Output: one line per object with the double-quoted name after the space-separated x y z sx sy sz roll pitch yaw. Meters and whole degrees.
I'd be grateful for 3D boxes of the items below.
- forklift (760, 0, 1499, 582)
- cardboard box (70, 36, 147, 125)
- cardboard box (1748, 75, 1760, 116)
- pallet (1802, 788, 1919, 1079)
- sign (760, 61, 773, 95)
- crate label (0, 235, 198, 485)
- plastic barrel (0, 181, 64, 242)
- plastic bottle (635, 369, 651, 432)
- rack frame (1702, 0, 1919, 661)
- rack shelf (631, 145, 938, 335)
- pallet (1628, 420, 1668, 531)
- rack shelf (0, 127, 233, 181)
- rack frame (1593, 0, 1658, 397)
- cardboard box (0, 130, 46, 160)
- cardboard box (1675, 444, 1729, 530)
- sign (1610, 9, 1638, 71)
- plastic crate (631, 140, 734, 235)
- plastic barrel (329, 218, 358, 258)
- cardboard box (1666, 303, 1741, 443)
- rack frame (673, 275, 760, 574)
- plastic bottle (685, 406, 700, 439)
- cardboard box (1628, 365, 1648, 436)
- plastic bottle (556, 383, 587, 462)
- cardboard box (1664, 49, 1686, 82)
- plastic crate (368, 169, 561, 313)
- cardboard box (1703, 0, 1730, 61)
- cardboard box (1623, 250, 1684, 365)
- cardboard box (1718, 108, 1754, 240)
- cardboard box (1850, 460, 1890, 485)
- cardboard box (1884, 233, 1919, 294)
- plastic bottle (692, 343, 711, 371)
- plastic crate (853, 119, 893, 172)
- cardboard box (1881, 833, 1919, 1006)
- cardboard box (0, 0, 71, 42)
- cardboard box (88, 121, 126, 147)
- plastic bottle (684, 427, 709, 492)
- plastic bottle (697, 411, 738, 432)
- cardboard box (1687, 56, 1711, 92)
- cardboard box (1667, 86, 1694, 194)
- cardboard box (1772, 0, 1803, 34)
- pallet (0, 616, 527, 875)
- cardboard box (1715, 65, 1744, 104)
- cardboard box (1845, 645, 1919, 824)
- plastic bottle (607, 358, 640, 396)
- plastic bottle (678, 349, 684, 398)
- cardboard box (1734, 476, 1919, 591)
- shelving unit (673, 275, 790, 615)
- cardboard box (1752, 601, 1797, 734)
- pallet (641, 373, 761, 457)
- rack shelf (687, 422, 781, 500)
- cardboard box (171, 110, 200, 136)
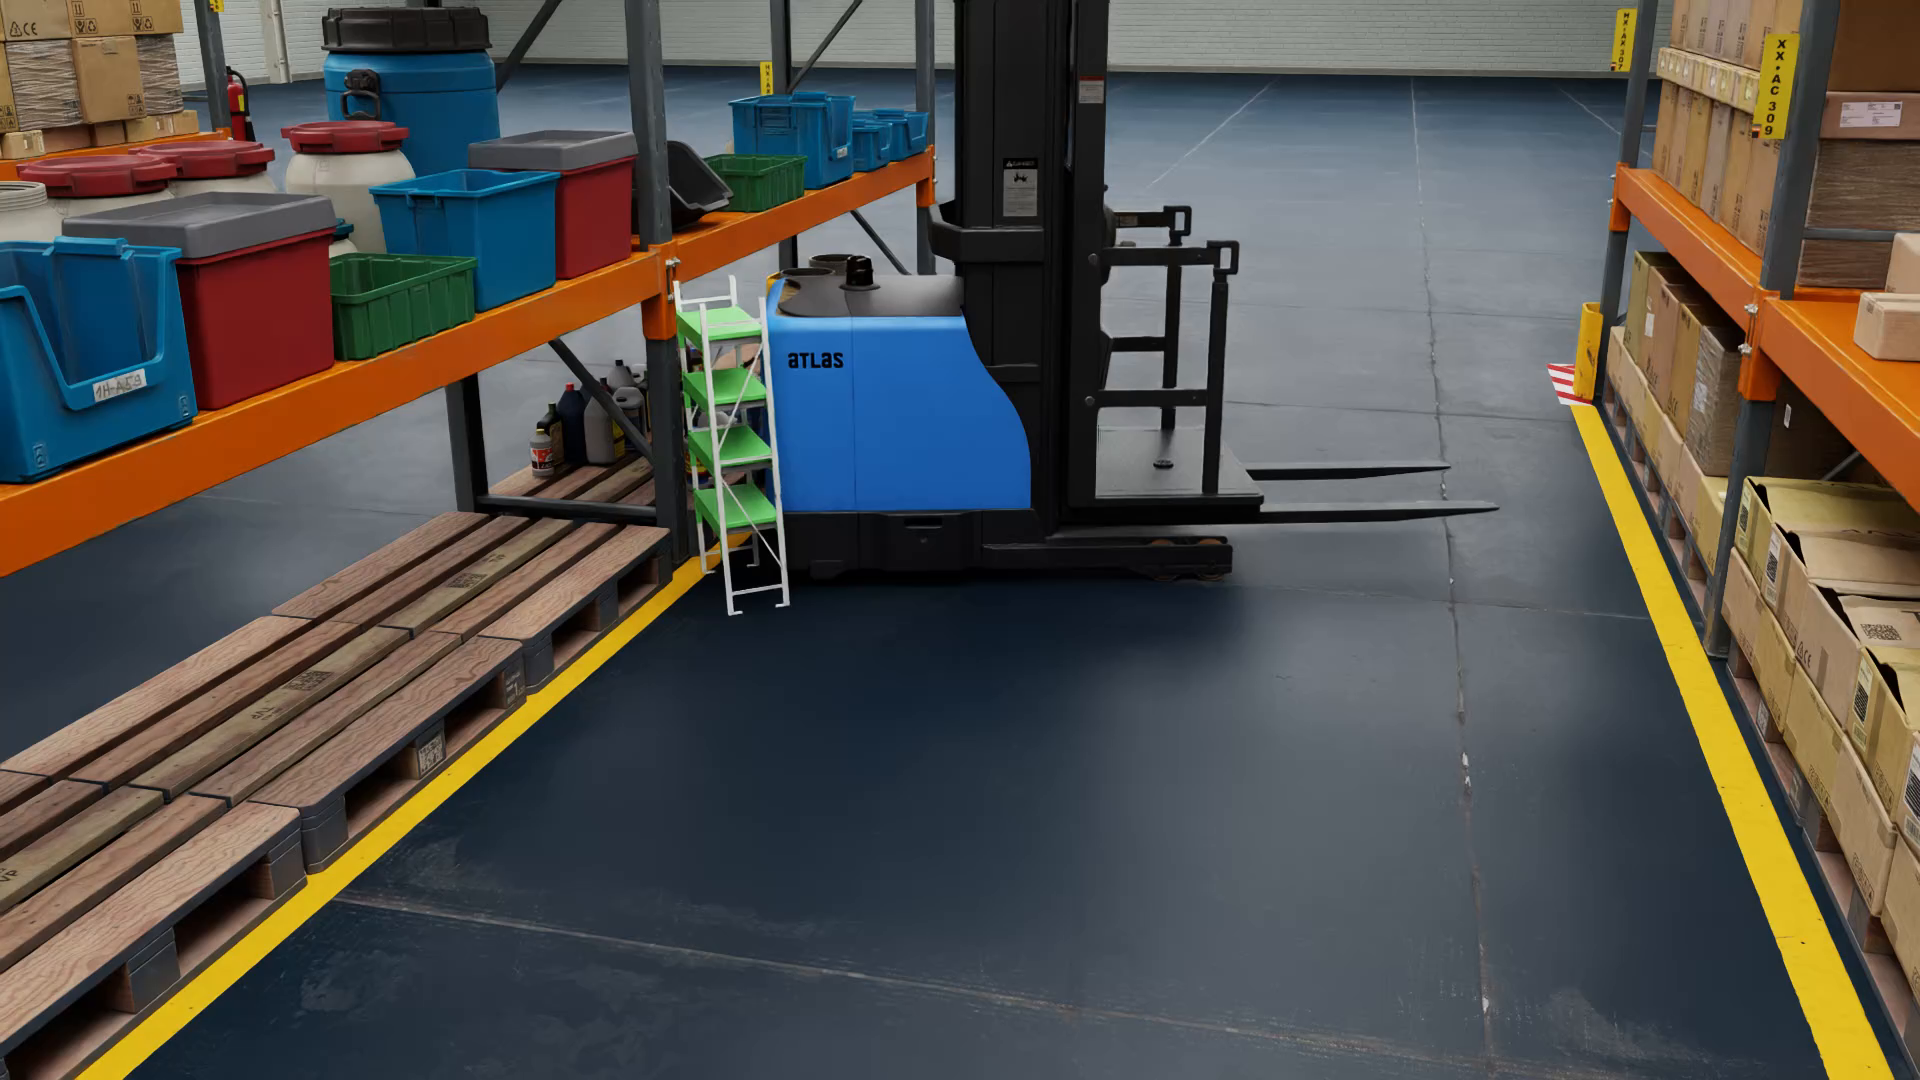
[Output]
0.706 -1.390 6.722 3.031 2.935 1.130 -1 19 -3 "forklift"
-5.622 -2.863 10.313 0.875 0.500 0.500 5 19 13 "cardboard box"
3.218 -1.672 6.284 0.380 0.149 0.250 5 19 13 "cardboard box"
2.734 0.963 4.040 1.003 0.211 1.213 5 19 13 "pallet"
-1.185 -2.796 10.304 0.100 0.325 0.005 5 19 13 "sign"
-2.102 -0.419 3.719 0.502 0.435 0.616 5 19 13 "crate label"
-2.460 -0.637 4.238 0.421 0.512 0.421 0 19 0 "plastic barrel"
-1.521 -0.675 8.044 0.061 0.283 0.133 5 19 13 "plastic bottle"
3.172 -0.974 5.398 1.000 3.000 0.127 5 19 13 "rack frame"
-1.141 -1.653 8.498 1.077 0.370 4.000 5 19 13 "rack shelf"
3.703 -0.284 7.692 1.003 0.211 1.213 5 19 13 "pallet"
-5.944 -2.044 9.643 1.077 0.370 4.000 5 19 13 "rack shelf"
4.150 -2.228 9.068 1.000 3.000 0.127 5 19 13 "rack frame"
-5.590 -2.308 9.693 0.380 0.149 0.250 5 19 13 "cardboard box"
3.205 -0.190 6.707 0.500 0.250 0.500 5 19 13 "cardboard box"
3.613 -2.720 9.049 0.100 0.325 0.005 5 19 13 "sign"
-1.379 -1.491 7.008 0.767 0.338 0.504 5 19 13 "plastic crate"
-2.102 -0.898 5.390 0.301 0.262 0.301 0 19 0 "plastic barrel"
3.326 -0.702 7.045 0.500 0.500 0.500 5 19 13 "cardboard box"
-0.964 -0.445 6.617 0.240 1.200 0.015 -9 21 -18 "rack frame"
-1.178 -0.466 7.433 0.061 0.283 0.133 5 19 13 "plastic bottle"
3.562 -0.661 8.086 0.500 0.250 0.500 5 19 13 "cardboard box"
-1.752 -0.545 7.561 0.144 0.351 0.185 4 19 12 "plastic bottle"
3.783 -2.393 8.394 0.380 0.149 0.250 4 19 12 "cardboard box"
-1.598 -0.988 5.465 0.392 0.384 0.575 5 19 13 "plastic crate"
3.765 -2.404 7.422 0.700 0.500 0.500 5 19 14 "cardboard box"
3.683 -1.173 8.424 0.500 0.500 0.500 5 19 13 "cardboard box"
3.524 -1.483 6.735 0.700 0.500 0.500 5 19 14 "cardboard box"
3.589 -0.347 6.006 0.500 0.500 0.500 5 19 13 "cardboard box"
3.094 -0.745 4.960 0.500 0.250 0.500 6 20 17 "cardboard box"
-1.398 -0.993 8.995 0.097 0.271 0.097 0 19 0 "plastic bottle"
-0.649 -2.166 9.118 0.499 0.251 0.408 5 19 13 "plastic crate"
2.335 0.879 3.578 0.500 0.250 0.500 5 20 15 "cardboard box"
-5.591 -3.167 9.656 0.500 0.500 0.500 5 19 13 "cardboard box"
-5.474 -2.549 10.397 0.380 0.149 0.250 5 19 13 "cardboard box"
-1.127 -0.348 7.107 0.097 0.271 0.097 0 19 0 "plastic bottle"
-1.075 -0.454 7.410 0.152 0.276 0.135 5 20 15 "plastic bottle"
3.594 -2.152 7.689 0.380 0.149 0.250 4 19 12 "cardboard box"
3.900 -1.965 8.144 0.700 0.500 0.500 5 20 15 "cardboard box"
3.397 -1.933 6.045 0.700 0.500 0.500 5 19 13 "cardboard box"
-2.080 0.586 5.145 1.003 0.211 1.213 5 19 13 "pallet"
3.405 -1.912 6.985 0.380 0.149 0.250 5 20 15 "cardboard box"
2.455 0.455 3.951 0.500 0.311 0.500 5 20 15 "cardboard box"
-1.626 -0.707 8.034 0.144 0.351 0.185 5 19 13 "plastic bottle"
-1.482 -0.886 8.681 0.097 0.271 0.097 0 19 0 "plastic bottle"
2.830 -0.027 5.362 0.500 0.311 0.500 5 19 14 "cardboard box"
-0.880 -0.371 6.400 0.258 1.200 0.503 -9 21 -18 "shelving unit"
2.707 0.396 4.993 0.500 0.250 0.500 5 20 15 "cardboard box"
-1.129 -0.637 8.727 1.003 0.211 1.213 5 19 13 "pallet"
-0.877 -0.311 6.421 0.258 0.148 0.480 -9 21 -18 "rack shelf"
-5.325 -2.786 11.094 0.380 0.149 0.250 5 19 13 "cardboard box"
